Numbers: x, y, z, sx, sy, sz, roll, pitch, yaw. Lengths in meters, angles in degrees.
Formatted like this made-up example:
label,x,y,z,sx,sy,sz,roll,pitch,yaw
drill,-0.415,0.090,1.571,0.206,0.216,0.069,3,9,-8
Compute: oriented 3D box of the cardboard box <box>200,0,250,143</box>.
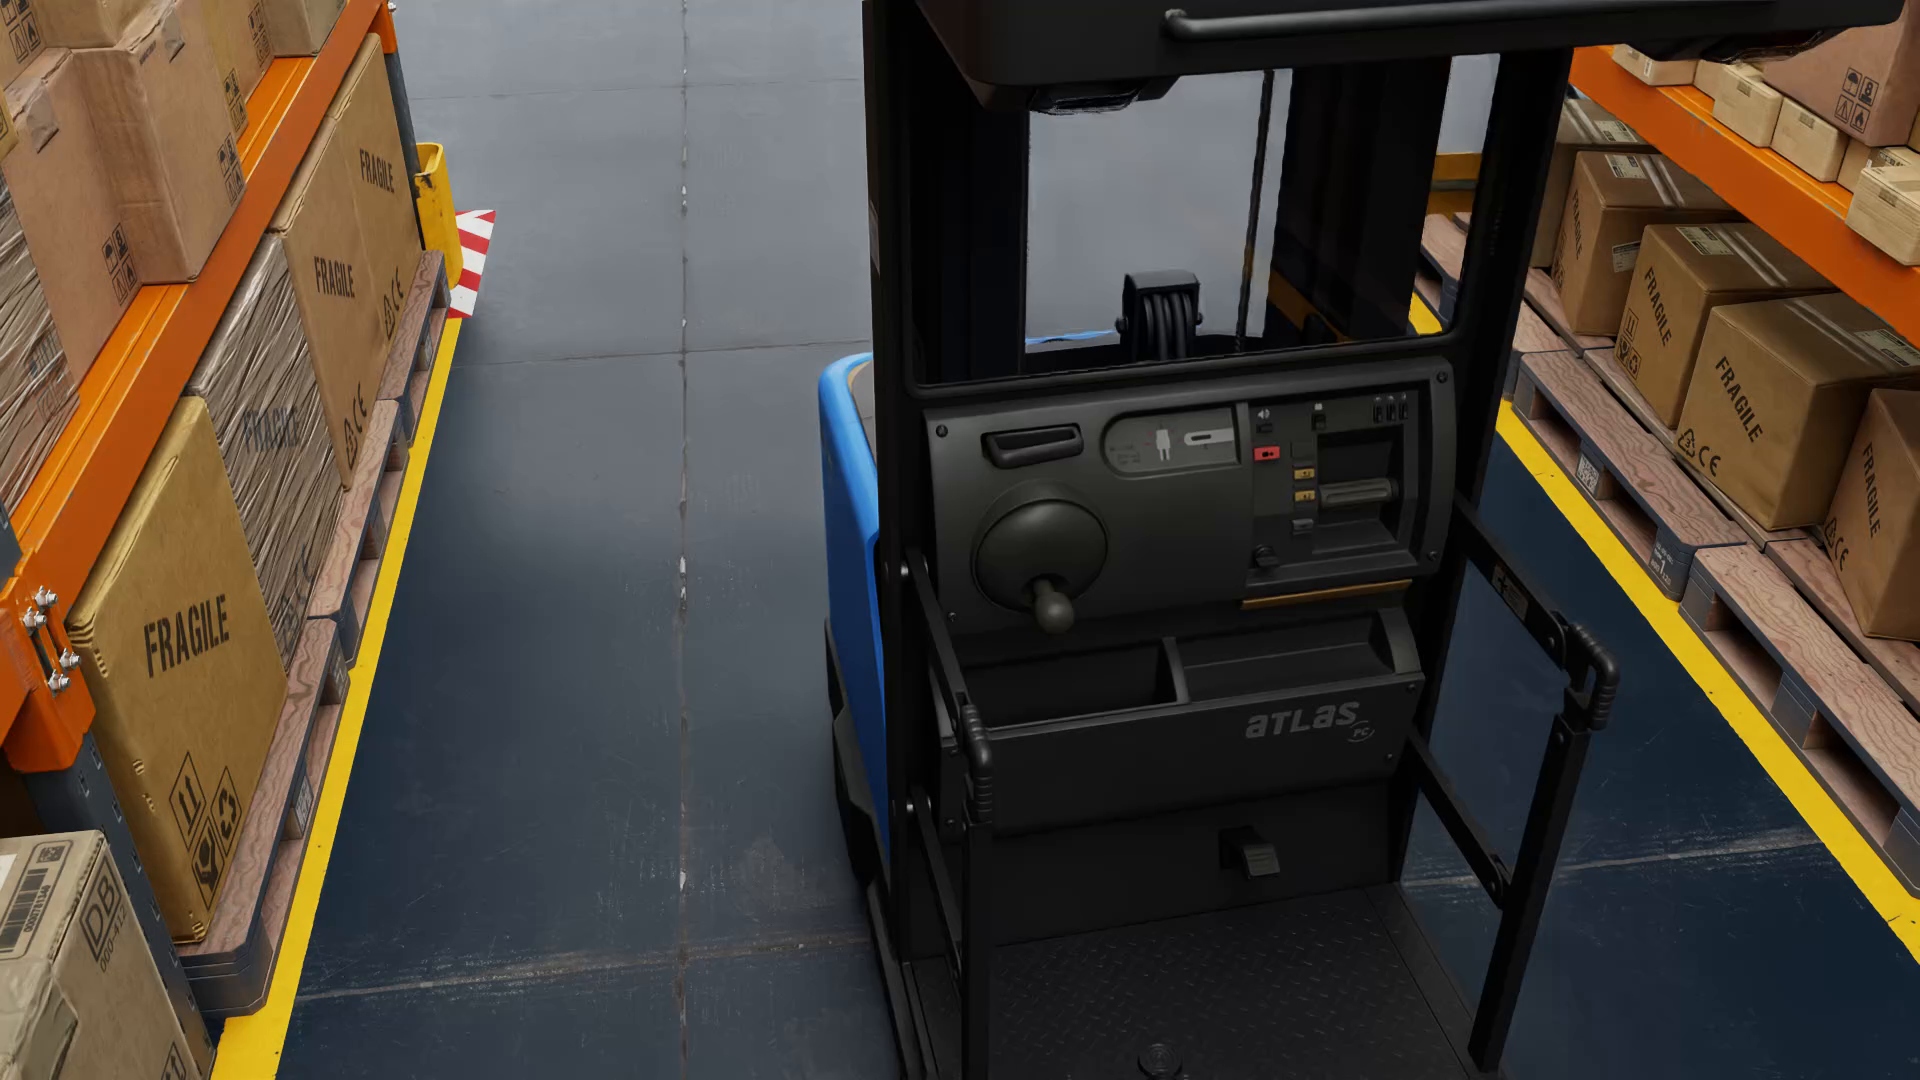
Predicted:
label,x,y,z,sx,sy,sz,roll,pitch,yaw
cardboard box,-2.384,-1.221,4.244,0.875,0.550,0.500,-4,35,-6

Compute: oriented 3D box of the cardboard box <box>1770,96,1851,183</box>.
label,x,y,z,sx,sy,sz,roll,pitch,yaw
cardboard box,2.390,-1.065,4.372,0.380,0.149,0.250,-4,35,-6

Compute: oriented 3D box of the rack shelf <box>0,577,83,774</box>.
label,x,y,z,sx,sy,sz,roll,pitch,yaw
rack shelf,-1.831,1.363,1.225,1.077,0.370,4.000,-4,35,-6

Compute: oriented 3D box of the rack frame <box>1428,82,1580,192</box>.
label,x,y,z,sx,sy,sz,roll,pitch,yaw
rack frame,2.291,-2.601,6.404,1.000,3.000,0.127,-4,35,-6

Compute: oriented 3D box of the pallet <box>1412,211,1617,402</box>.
label,x,y,z,sx,sy,sz,roll,pitch,yaw
pallet,2.375,-0.951,6.458,1.003,0.211,1.213,-4,35,-6

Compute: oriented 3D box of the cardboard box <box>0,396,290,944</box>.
label,x,y,z,sx,sy,sz,roll,pitch,yaw
cardboard box,-2.115,0.298,3.663,0.875,0.875,0.875,-4,34,-6

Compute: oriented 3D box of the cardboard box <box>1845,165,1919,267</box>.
label,x,y,z,sx,sy,sz,roll,pitch,yaw
cardboard box,2.366,-0.779,3.952,0.380,0.149,0.250,-4,35,-6

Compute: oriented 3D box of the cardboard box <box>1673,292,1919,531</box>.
label,x,y,z,sx,sy,sz,roll,pitch,yaw
cardboard box,2.569,-0.396,5.014,0.500,0.500,0.500,-7,35,-11

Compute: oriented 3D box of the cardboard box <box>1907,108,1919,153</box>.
label,x,y,z,sx,sy,sz,roll,pitch,yaw
cardboard box,2.797,-1.071,3.805,0.875,0.500,0.500,-4,35,-6

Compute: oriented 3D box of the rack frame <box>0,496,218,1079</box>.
label,x,y,z,sx,sy,sz,roll,pitch,yaw
rack frame,-2.100,-0.050,2.660,1.000,3.000,0.127,-4,35,-6

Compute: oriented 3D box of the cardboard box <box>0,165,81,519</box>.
label,x,y,z,sx,sy,sz,roll,pitch,yaw
cardboard box,-2.161,-0.317,2.918,0.875,0.550,0.550,-4,35,-6

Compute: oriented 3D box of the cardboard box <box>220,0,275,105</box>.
label,x,y,z,sx,sy,sz,roll,pitch,yaw
cardboard box,-2.496,-1.513,4.674,0.875,0.550,0.550,-4,35,-6

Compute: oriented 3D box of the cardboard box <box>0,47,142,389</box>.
label,x,y,z,sx,sy,sz,roll,pitch,yaw
cardboard box,-2.257,-0.622,3.366,0.875,0.550,0.550,-4,35,-6

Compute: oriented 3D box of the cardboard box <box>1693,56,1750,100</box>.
label,x,y,z,sx,sy,sz,roll,pitch,yaw
cardboard box,2.364,-1.347,4.786,0.380,0.149,0.250,-4,35,-6

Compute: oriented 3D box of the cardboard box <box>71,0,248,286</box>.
label,x,y,z,sx,sy,sz,roll,pitch,yaw
cardboard box,-2.213,-0.932,3.822,0.875,0.550,0.550,-4,35,-6

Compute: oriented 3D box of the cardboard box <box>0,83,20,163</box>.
label,x,y,z,sx,sy,sz,roll,pitch,yaw
cardboard box,-2.115,-0.767,2.619,0.875,0.550,0.550,-4,35,-6

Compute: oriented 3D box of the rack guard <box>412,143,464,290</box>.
label,x,y,z,sx,sy,sz,roll,pitch,yaw
rack guard,-2.641,-1.263,6.659,1.175,0.500,0.348,-4,35,-6

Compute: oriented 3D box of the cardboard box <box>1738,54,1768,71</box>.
label,x,y,z,sx,sy,sz,roll,pitch,yaw
cardboard box,2.604,-1.625,4.617,0.875,0.500,0.500,-4,35,-6

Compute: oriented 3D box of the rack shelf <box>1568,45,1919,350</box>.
label,x,y,z,sx,sy,sz,roll,pitch,yaw
rack shelf,2.560,-1.188,4.969,1.077,0.370,4.000,-4,35,-6

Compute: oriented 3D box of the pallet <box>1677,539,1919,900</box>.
label,x,y,z,sx,sy,sz,roll,pitch,yaw
pallet,2.704,0.411,4.460,1.003,0.211,1.213,-4,35,-6

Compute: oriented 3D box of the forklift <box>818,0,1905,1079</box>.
label,x,y,z,sx,sy,sz,roll,pitch,yaw
forklift,0.452,-0.012,2.666,1.130,2.935,3.031,-7,35,-10

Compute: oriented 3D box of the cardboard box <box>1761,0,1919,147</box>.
label,x,y,z,sx,sy,sz,roll,pitch,yaw
cardboard box,2.630,-1.342,4.203,0.875,0.500,0.500,-4,35,-6

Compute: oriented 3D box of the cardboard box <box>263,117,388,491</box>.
label,x,y,z,sx,sy,sz,roll,pitch,yaw
cardboard box,-2.360,-0.713,5.147,0.875,0.875,0.875,-5,35,-7

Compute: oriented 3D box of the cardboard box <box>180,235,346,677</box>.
label,x,y,z,sx,sy,sz,roll,pitch,yaw
cardboard box,-2.240,-0.205,4.400,0.875,0.875,0.875,-4,34,-6

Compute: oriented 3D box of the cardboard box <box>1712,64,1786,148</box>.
label,x,y,z,sx,sy,sz,roll,pitch,yaw
cardboard box,2.322,-1.201,4.572,0.380,0.149,0.250,-4,35,-6

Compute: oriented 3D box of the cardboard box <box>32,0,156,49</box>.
label,x,y,z,sx,sy,sz,roll,pitch,yaw
cardboard box,-2.241,-1.377,3.514,0.875,0.550,0.550,-4,35,-6

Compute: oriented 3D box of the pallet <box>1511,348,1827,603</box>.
label,x,y,z,sx,sy,sz,roll,pitch,yaw
pallet,2.536,-0.271,5.461,1.003,0.211,1.213,-4,35,-6

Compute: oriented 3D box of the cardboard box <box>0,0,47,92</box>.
label,x,y,z,sx,sy,sz,roll,pitch,yaw
cardboard box,-2.304,-1.065,3.057,0.875,0.550,0.550,-4,35,-6

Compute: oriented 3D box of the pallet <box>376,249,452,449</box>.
label,x,y,z,sx,sy,sz,roll,pitch,yaw
pallet,-2.452,-0.690,6.075,1.003,0.211,1.213,-4,35,-6

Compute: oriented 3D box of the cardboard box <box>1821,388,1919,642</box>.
label,x,y,z,sx,sy,sz,roll,pitch,yaw
cardboard box,2.730,-0.055,4.514,0.500,0.500,0.500,6,35,9

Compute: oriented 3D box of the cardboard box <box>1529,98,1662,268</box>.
label,x,y,z,sx,sy,sz,roll,pitch,yaw
cardboard box,2.358,-1.392,6.476,0.500,0.500,0.500,2,34,2

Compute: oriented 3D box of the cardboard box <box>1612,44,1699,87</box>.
label,x,y,z,sx,sy,sz,roll,pitch,yaw
cardboard box,2.199,-1.476,4.976,0.380,0.149,0.250,-4,35,-6

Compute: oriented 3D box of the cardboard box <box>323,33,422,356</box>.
label,x,y,z,sx,sy,sz,roll,pitch,yaw
cardboard box,-2.481,-1.204,5.867,0.875,0.875,0.875,-4,34,-6

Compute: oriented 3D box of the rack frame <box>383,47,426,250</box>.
label,x,y,z,sx,sy,sz,roll,pitch,yaw
rack frame,-2.638,-2.282,5.935,1.000,3.000,0.127,-4,35,-6

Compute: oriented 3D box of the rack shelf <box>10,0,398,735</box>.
label,x,y,z,sx,sy,sz,roll,pitch,yaw
rack shelf,-2.369,-0.869,4.500,1.077,0.370,4.000,-4,35,-6

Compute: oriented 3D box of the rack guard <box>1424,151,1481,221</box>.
label,x,y,z,sx,sy,sz,roll,pitch,yaw
rack guard,2.301,-1.526,7.045,1.175,0.500,0.348,-4,35,-6

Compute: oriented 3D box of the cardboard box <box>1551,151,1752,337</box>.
label,x,y,z,sx,sy,sz,roll,pitch,yaw
cardboard box,2.473,-1.061,5.991,0.500,0.500,0.500,4,35,6

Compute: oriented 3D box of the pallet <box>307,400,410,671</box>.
label,x,y,z,sx,sy,sz,roll,pitch,yaw
pallet,-2.292,-0.010,5.078,1.003,0.211,1.213,-4,35,-6

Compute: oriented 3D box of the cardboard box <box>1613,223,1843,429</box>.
label,x,y,z,sx,sy,sz,roll,pitch,yaw
cardboard box,2.538,-0.711,5.476,0.500,0.500,0.500,-1,34,-2

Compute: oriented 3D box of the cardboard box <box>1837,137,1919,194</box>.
label,x,y,z,sx,sy,sz,roll,pitch,yaw
cardboard box,2.463,-0.928,4.171,0.380,0.149,0.250,-4,35,-6

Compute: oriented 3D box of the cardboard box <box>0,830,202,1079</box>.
label,x,y,z,sx,sy,sz,roll,pitch,yaw
cardboard box,-1.927,1.046,2.677,1.050,0.750,0.750,-5,35,-7

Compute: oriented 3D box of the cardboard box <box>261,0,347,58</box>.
label,x,y,z,sx,sy,sz,roll,pitch,yaw
cardboard box,-2.447,-1.835,5.146,0.875,0.550,0.550,-4,35,-6

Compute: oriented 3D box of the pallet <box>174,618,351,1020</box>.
label,x,y,z,sx,sy,sz,roll,pitch,yaw
pallet,-2.124,0.672,4.077,1.003,0.211,1.213,-4,35,-6
